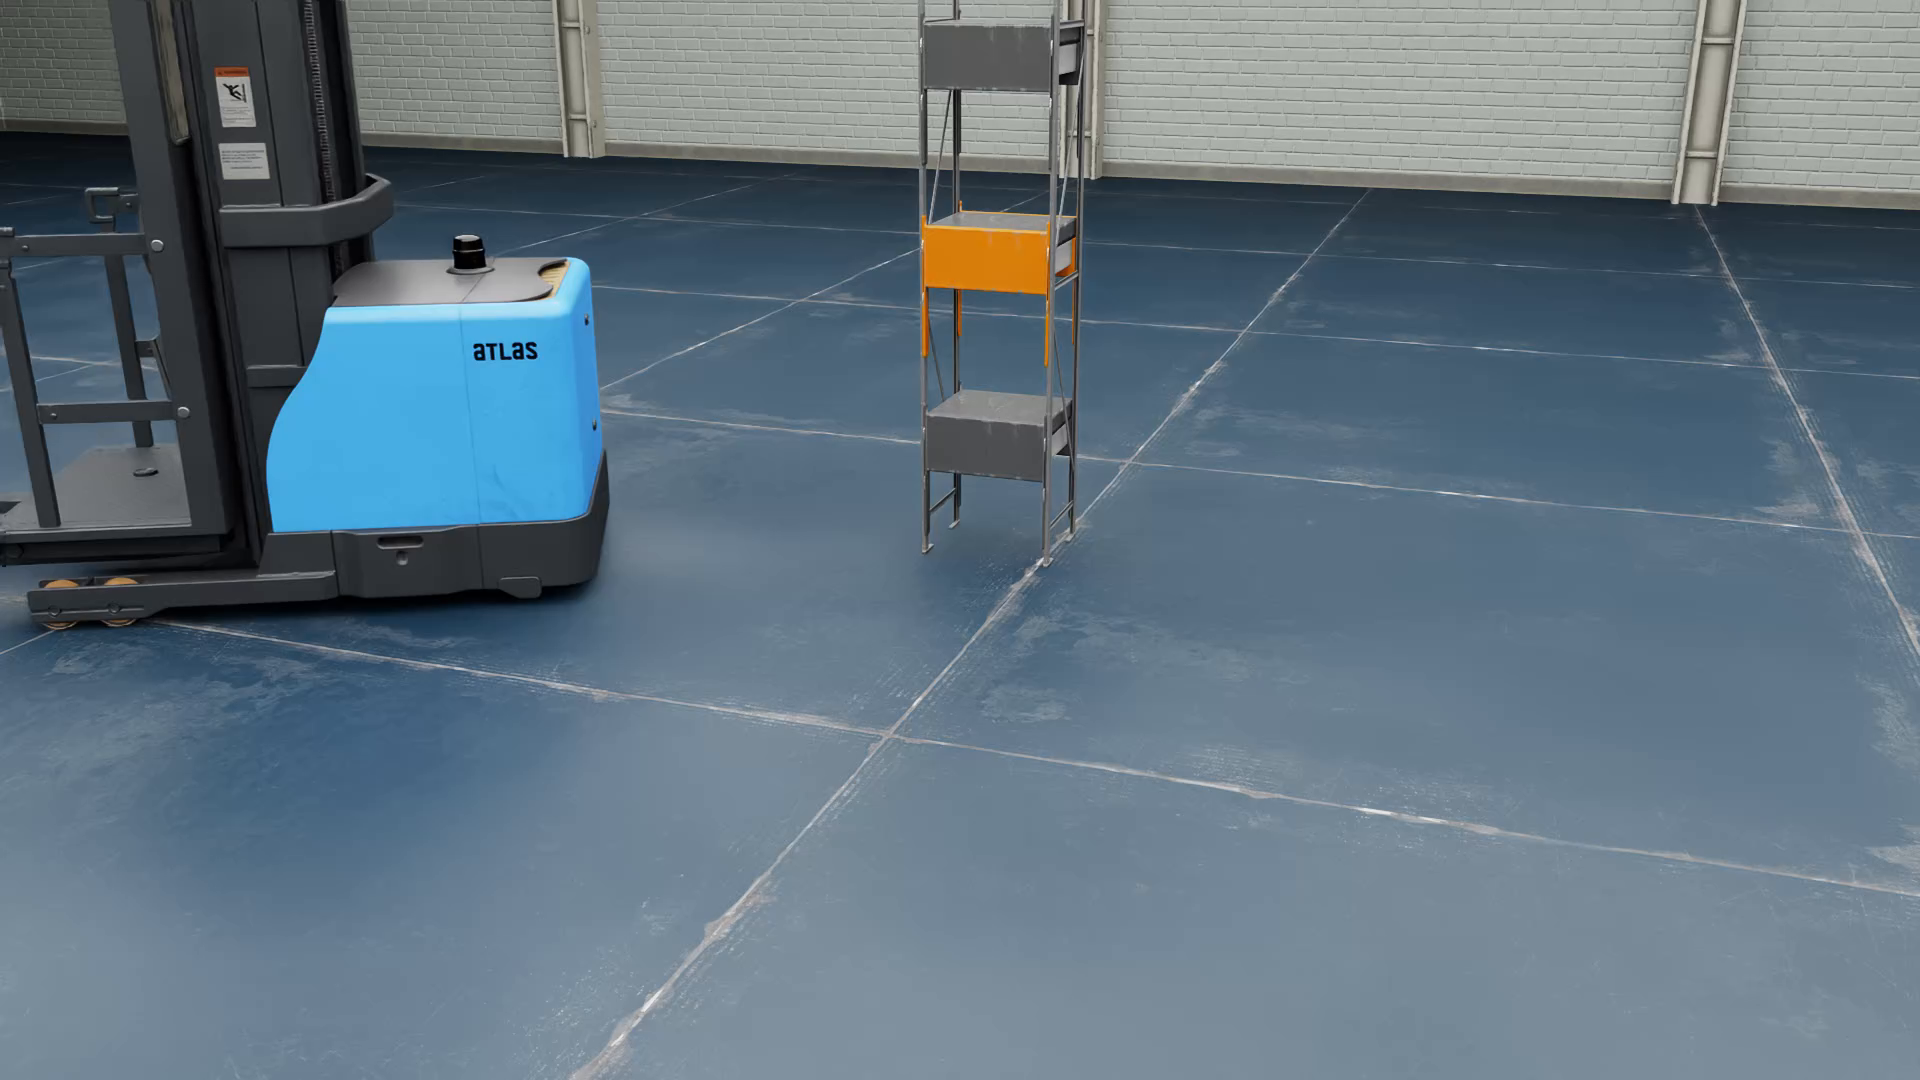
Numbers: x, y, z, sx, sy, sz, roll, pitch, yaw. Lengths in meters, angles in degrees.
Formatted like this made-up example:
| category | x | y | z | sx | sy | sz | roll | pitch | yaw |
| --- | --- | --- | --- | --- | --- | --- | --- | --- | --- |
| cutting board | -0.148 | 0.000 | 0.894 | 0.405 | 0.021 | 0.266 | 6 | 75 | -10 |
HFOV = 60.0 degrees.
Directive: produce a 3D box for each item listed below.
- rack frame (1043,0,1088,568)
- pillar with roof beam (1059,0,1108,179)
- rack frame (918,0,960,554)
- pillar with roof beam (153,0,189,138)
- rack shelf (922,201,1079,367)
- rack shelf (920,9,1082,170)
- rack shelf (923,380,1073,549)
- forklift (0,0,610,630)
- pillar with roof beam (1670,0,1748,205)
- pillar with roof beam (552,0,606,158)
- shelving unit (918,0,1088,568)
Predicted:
| category | x | y | z | sx | sy | sz | roll | pitch | yaw |
| --- | --- | --- | --- | --- | --- | --- | --- | --- | --- |
| rack frame | 0.387 | -0.947 | 6.104 | 0.015 | 2.100 | 0.400 | 7 | 20 | 18 |
| pillar with roof beam | -0.132 | -6.756 | 12.288 | 0.400 | 9.000 | 9.100 | 7 | 20 | 18 |
| rack frame | -0.074 | -1.000 | 6.255 | 0.015 | 2.100 | 0.400 | 7 | 20 | 18 |
| pillar with roof beam | -11.468 | -8.053 | 16.006 | 0.400 | 9.000 | 9.100 | 7 | 20 | 18 |
| rack shelf | 0.156 | -0.961 | 6.184 | 0.480 | 0.518 | 0.431 | 7 | 20 | 18 |
| rack shelf | 0.156 | -1.622 | 5.953 | 0.480 | 0.518 | 0.431 | 7 | 20 | 18 |
| rack shelf | 0.156 | -0.300 | 6.414 | 0.480 | 0.518 | 0.431 | 7 | 20 | 18 |
| forklift | -2.874 | -1.262 | 5.745 | 3.031 | 2.935 | 1.130 | -3 | 19 | -7 |
| pillar with roof beam | 5.535 | -6.108 | 10.428 | 0.400 | 9.000 | 9.100 | 7 | 20 | 18 |
| pillar with roof beam | -5.800 | -7.405 | 14.147 | 0.400 | 9.000 | 9.100 | 7 | 20 | 18 |
| shelving unit | 0.156 | -0.974 | 6.179 | 0.503 | 2.100 | 0.431 | 7 | 20 | 18 |
